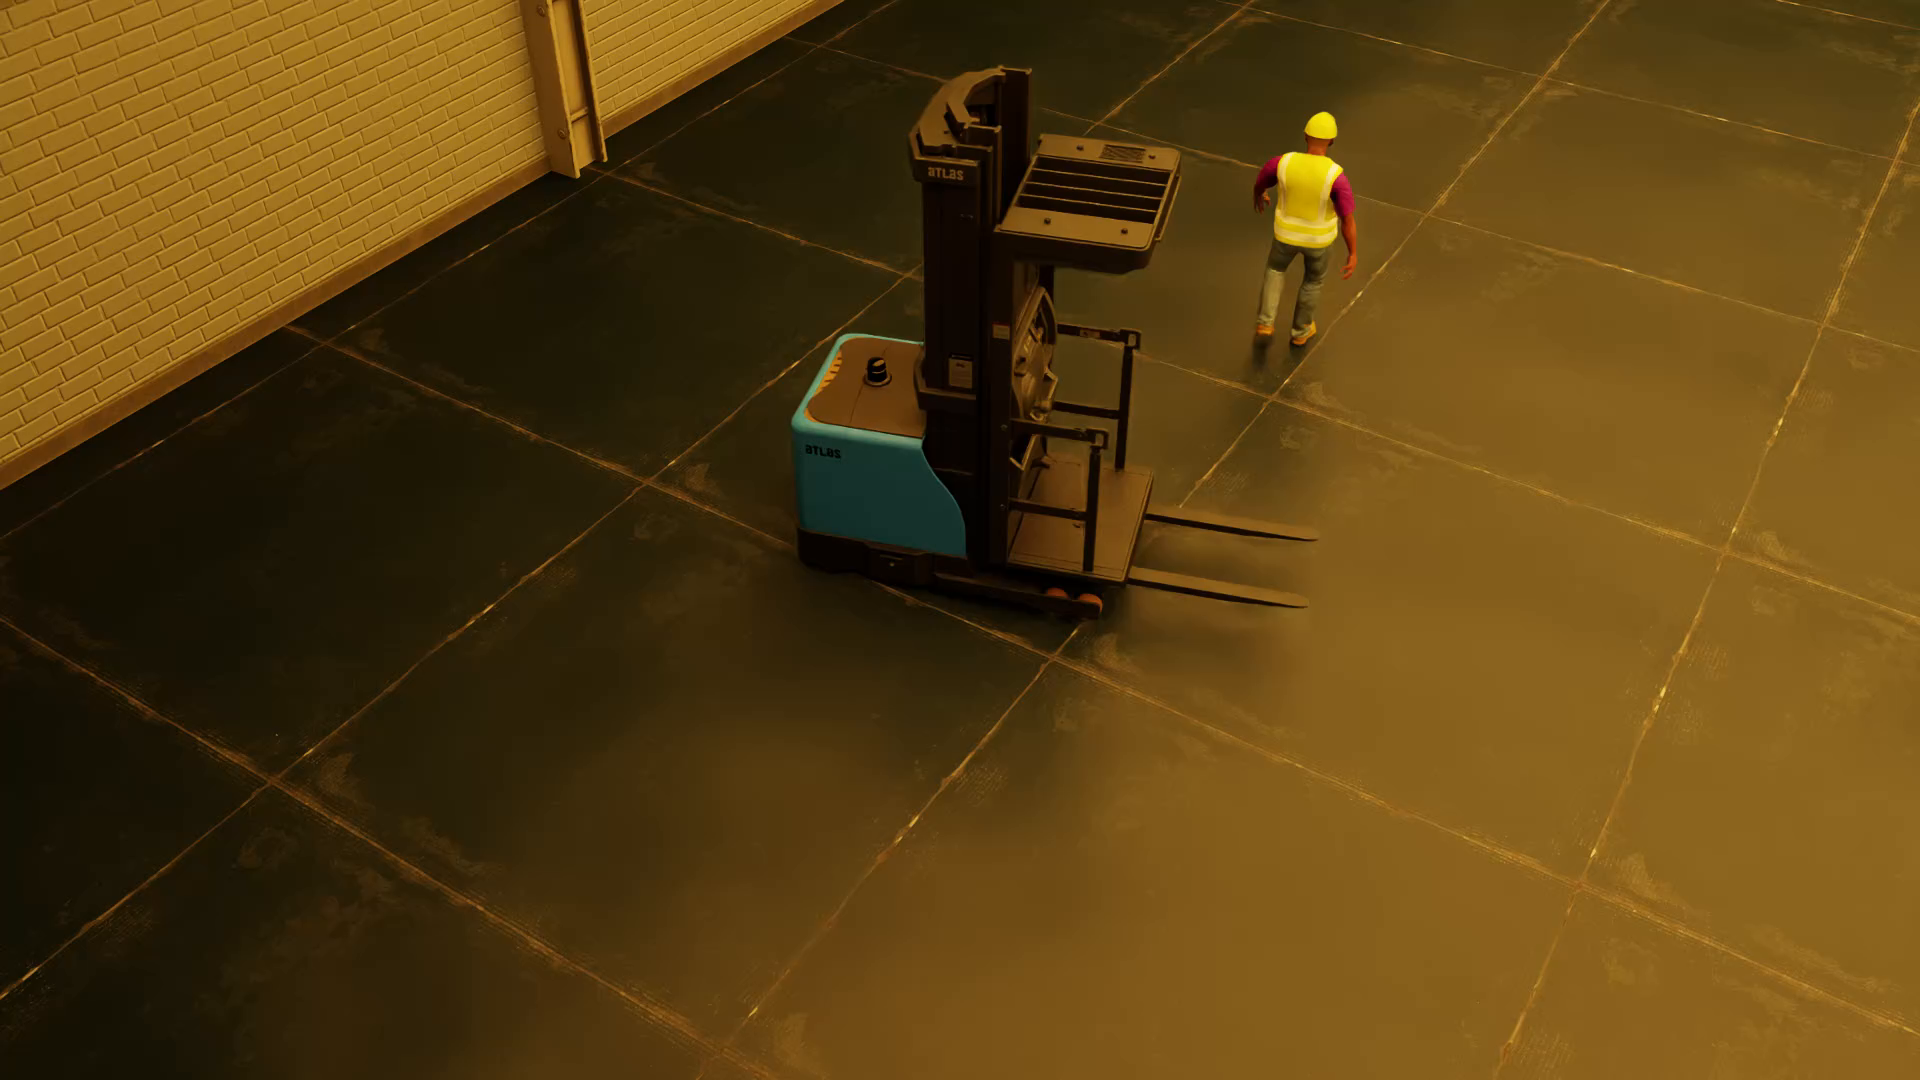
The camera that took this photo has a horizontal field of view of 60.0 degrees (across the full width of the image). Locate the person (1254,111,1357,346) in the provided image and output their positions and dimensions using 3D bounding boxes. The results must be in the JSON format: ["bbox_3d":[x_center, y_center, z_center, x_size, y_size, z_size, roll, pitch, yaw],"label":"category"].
[{"bbox_3d":[2.339,-2.087,11.345,0.829,1.747,0.583,16,43,18],"label":"person"}]

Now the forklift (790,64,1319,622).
[{"bbox_3d":[0.598,-1.026,9.177,3.031,2.935,1.130,10,41,11],"label":"forklift"}]
